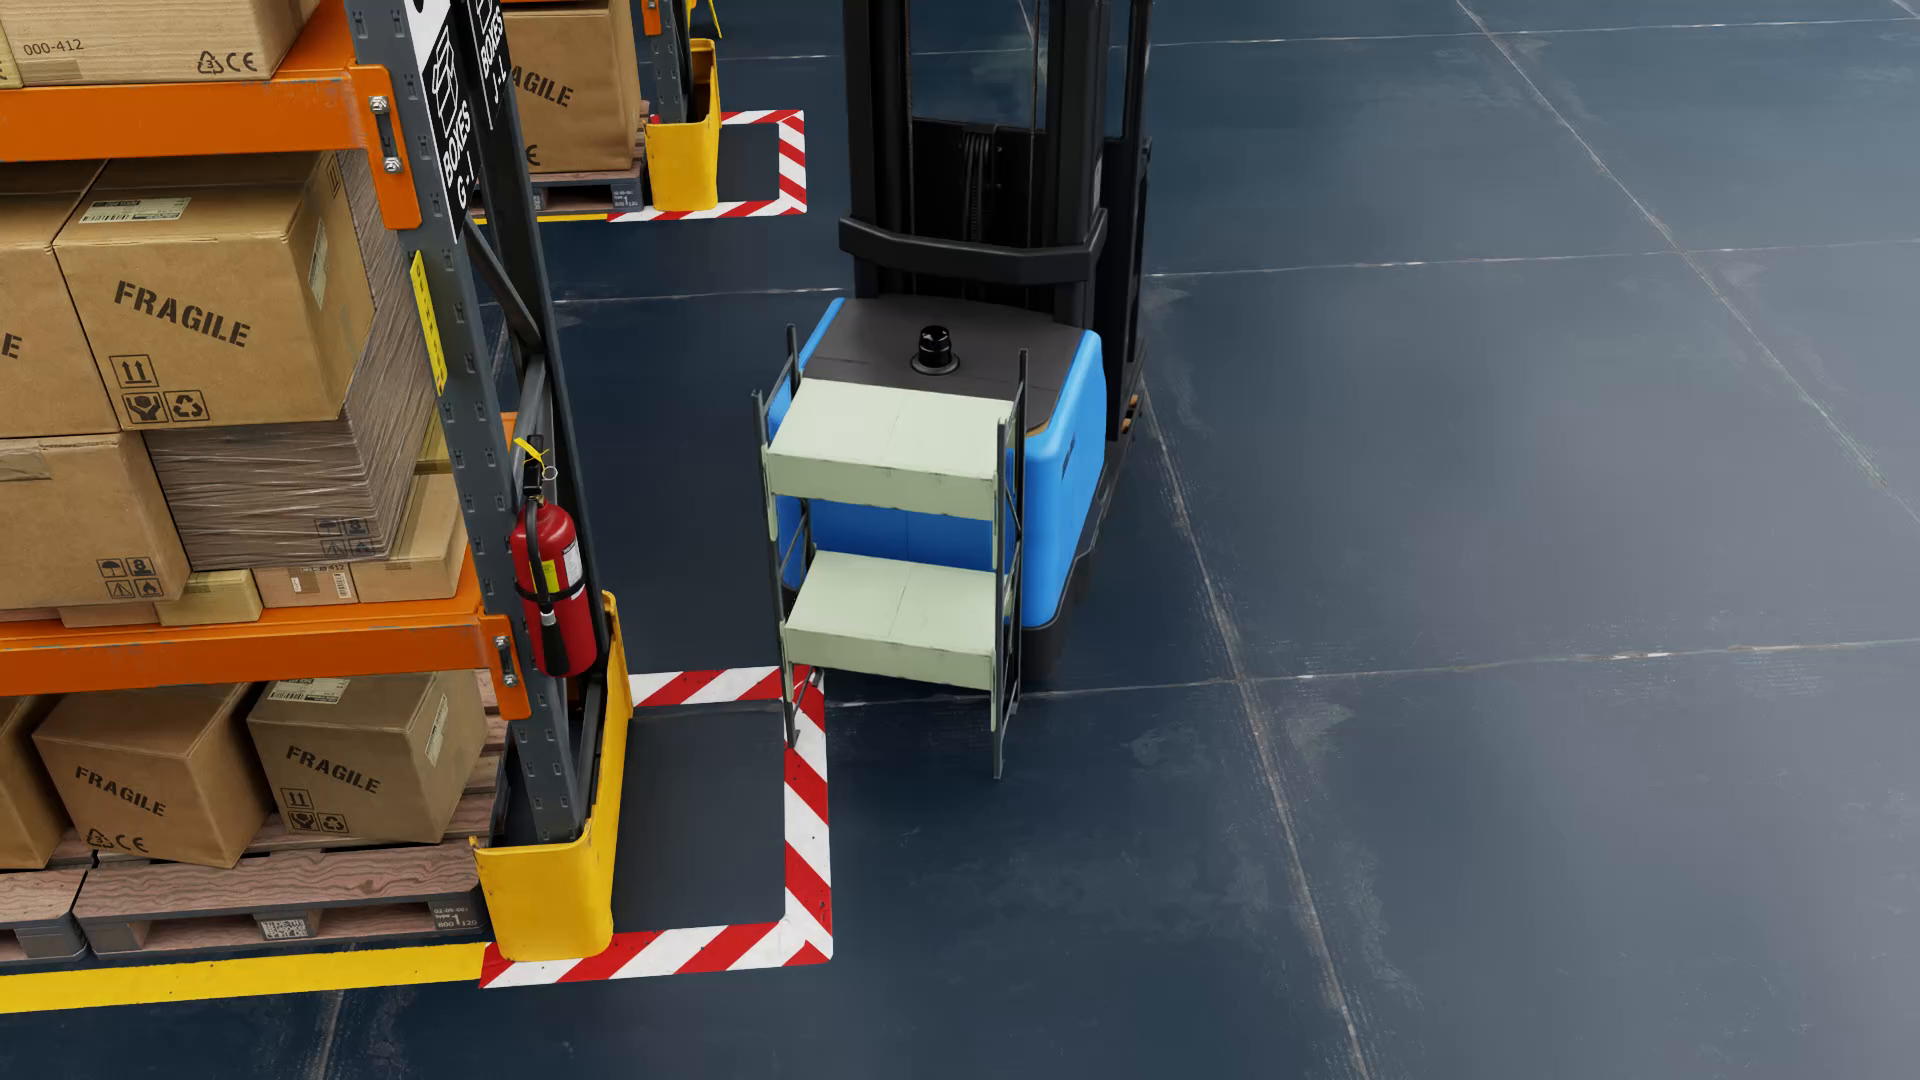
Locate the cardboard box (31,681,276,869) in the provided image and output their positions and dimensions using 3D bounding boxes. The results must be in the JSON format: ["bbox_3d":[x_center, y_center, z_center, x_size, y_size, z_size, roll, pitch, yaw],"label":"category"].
[{"bbox_3d":[-2.443,0.643,5.192,0.500,0.500,0.500,6,39,8],"label":"cardboard box"}]

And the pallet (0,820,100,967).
[{"bbox_3d":[-3.328,0.935,5.394,1.213,0.211,1.003,-3,38,-4],"label":"pallet"}]

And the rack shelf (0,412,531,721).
[{"bbox_3d":[-3.219,0.141,4.731,4.000,0.370,1.077,-3,38,-4],"label":"rack shelf"}]

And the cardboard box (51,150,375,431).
[{"bbox_3d":[-1.753,-0.617,3.983,0.500,0.500,0.500,-3,38,-4],"label":"cardboard box"}]

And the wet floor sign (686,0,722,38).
[{"bbox_3d":[-1.712,-3.616,10.812,0.232,0.644,0.267,-9,39,-12],"label":"wet floor sign"}]

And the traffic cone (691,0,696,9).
[{"bbox_3d":[-1.982,-3.884,11.299,0.334,0.463,0.336,-3,38,-4],"label":"traffic cone"}]

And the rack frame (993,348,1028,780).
[{"bbox_3d":[0.161,0.120,5.376,0.023,1.500,0.400,7,41,9],"label":"rack frame"}]

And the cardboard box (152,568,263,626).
[{"bbox_3d":[-1.986,0.049,4.469,0.250,0.149,0.380,-3,38,-4],"label":"cardboard box"}]

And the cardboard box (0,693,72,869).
[{"bbox_3d":[-3.068,0.666,5.164,0.500,0.500,0.500,0,38,0],"label":"cardboard box"}]

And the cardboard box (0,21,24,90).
[{"bbox_3d":[-2.182,-1.158,3.495,0.500,0.250,0.500,-3,38,-4],"label":"cardboard box"}]

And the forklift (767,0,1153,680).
[{"bbox_3d":[0.191,-1.565,6.367,1.130,2.935,3.031,9,39,11],"label":"forklift"}]

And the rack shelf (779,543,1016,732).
[{"bbox_3d":[-0.196,0.325,5.643,0.720,0.370,0.431,7,41,9],"label":"rack shelf"}]

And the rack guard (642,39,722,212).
[{"bbox_3d":[-1.542,-2.337,9.308,0.348,0.500,1.175,-3,38,-4],"label":"rack guard"}]

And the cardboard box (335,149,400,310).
[{"bbox_3d":[-1.799,-0.938,4.389,0.500,0.500,0.500,-3,38,-4],"label":"cardboard box"}]

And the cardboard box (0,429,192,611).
[{"bbox_3d":[-2.265,-0.293,4.378,0.500,0.500,0.875,-3,38,-4],"label":"cardboard box"}]

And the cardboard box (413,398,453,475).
[{"bbox_3d":[-1.532,-0.284,4.891,0.250,0.149,0.380,-3,38,-4],"label":"cardboard box"}]

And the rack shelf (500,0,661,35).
[{"bbox_3d":[-3.558,-2.925,8.616,4.000,0.370,1.077,-3,38,-4],"label":"rack shelf"}]

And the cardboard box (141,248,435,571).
[{"bbox_3d":[-1.777,-0.394,4.507,0.500,0.500,0.875,-3,38,-4],"label":"cardboard box"}]

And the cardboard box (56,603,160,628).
[{"bbox_3d":[-2.237,0.053,4.464,0.250,0.149,0.380,-3,38,-4],"label":"cardboard box"}]

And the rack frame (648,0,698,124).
[{"bbox_3d":[-1.566,-3.317,8.532,0.127,3.000,1.000,-3,38,-4],"label":"rack frame"}]

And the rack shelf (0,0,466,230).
[{"bbox_3d":[-3.219,-1.037,3.801,4.000,0.370,1.077,-3,38,-4],"label":"rack shelf"}]

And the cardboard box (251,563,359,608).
[{"bbox_3d":[-1.742,0.004,4.527,0.250,0.149,0.380,-3,38,-4],"label":"cardboard box"}]

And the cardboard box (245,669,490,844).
[{"bbox_3d":[-1.851,0.589,5.261,0.500,0.500,0.500,4,38,4],"label":"cardboard box"}]

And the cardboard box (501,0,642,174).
[{"bbox_3d":[-2.235,-2.570,8.962,0.875,0.875,0.875,-3,38,-4],"label":"cardboard box"}]

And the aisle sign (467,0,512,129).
[{"bbox_3d":[-1.192,-1.460,4.080,0.004,0.787,0.394,-3,38,-4],"label":"aisle sign"}]

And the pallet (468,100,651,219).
[{"bbox_3d":[-2.355,-2.130,9.279,1.213,0.211,1.003,-3,38,-4],"label":"pallet"}]

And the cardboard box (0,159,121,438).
[{"bbox_3d":[-2.251,-0.586,3.943,0.500,0.500,0.500,-3,38,-4],"label":"cardboard box"}]

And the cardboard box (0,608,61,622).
[{"bbox_3d":[-2.489,0.042,4.479,0.250,0.149,0.380,-3,38,-4],"label":"cardboard box"}]

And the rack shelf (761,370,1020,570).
[{"bbox_3d":[-0.201,-0.224,5.183,0.720,0.370,0.431,7,41,9],"label":"rack shelf"}]

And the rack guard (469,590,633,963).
[{"bbox_3d":[-1.303,0.734,5.416,0.348,0.500,1.175,-3,38,-4],"label":"rack guard"}]

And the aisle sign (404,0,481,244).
[{"bbox_3d":[-1.139,-1.090,3.611,0.004,0.787,0.394,-3,38,-4],"label":"aisle sign"}]

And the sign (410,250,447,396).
[{"bbox_3d":[-1.198,-0.486,3.755,0.005,0.325,0.100,-3,38,-4],"label":"sign"}]

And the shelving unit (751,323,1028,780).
[{"bbox_3d":[-0.198,0.075,5.433,0.755,1.500,0.431,7,41,9],"label":"shelving unit"}]

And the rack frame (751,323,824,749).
[{"bbox_3d":[-0.557,0.030,5.491,0.023,1.500,0.400,7,41,9],"label":"rack frame"}]

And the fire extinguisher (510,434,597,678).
[{"bbox_3d":[-1.072,0.057,4.318,0.183,0.674,0.296,-3,38,-4],"label":"fire extinguisher"}]

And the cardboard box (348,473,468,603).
[{"bbox_3d":[-1.493,-0.010,4.543,0.250,0.149,0.380,-3,38,-4],"label":"cardboard box"}]

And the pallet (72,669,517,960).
[{"bbox_3d":[-2.115,0.870,5.476,1.213,0.211,1.003,-3,38,-4],"label":"pallet"}]

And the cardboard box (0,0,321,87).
[{"bbox_3d":[-1.685,-1.187,3.532,0.500,0.250,0.500,-2,38,-3],"label":"cardboard box"}]

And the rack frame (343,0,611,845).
[{"bbox_3d":[-1.227,-0.251,4.647,0.127,3.000,1.000,-3,38,-4],"label":"rack frame"}]
